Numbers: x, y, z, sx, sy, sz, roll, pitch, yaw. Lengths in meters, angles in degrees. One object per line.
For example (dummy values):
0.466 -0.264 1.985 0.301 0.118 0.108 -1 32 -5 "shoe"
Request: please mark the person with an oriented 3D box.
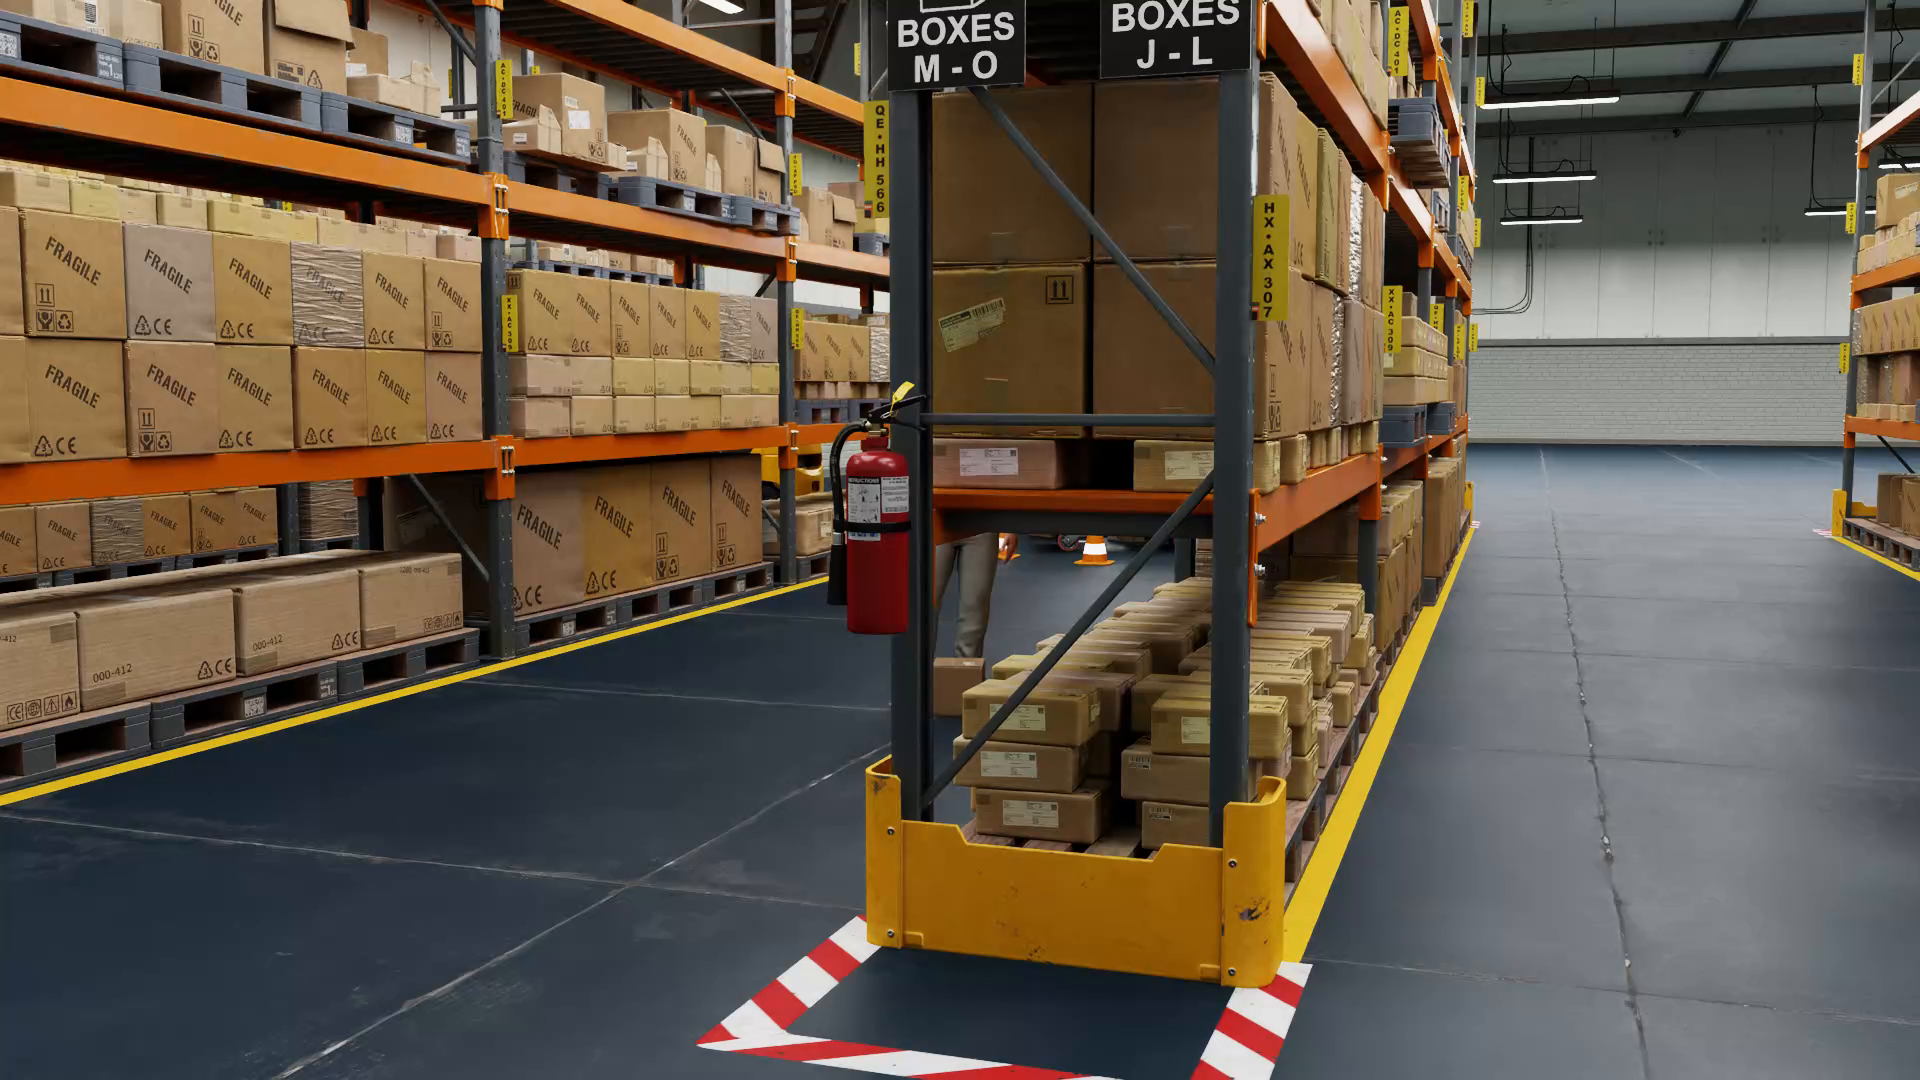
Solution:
-0.018 -0.061 8.386 0.640 1.779 0.575 0 5 5 "person"
